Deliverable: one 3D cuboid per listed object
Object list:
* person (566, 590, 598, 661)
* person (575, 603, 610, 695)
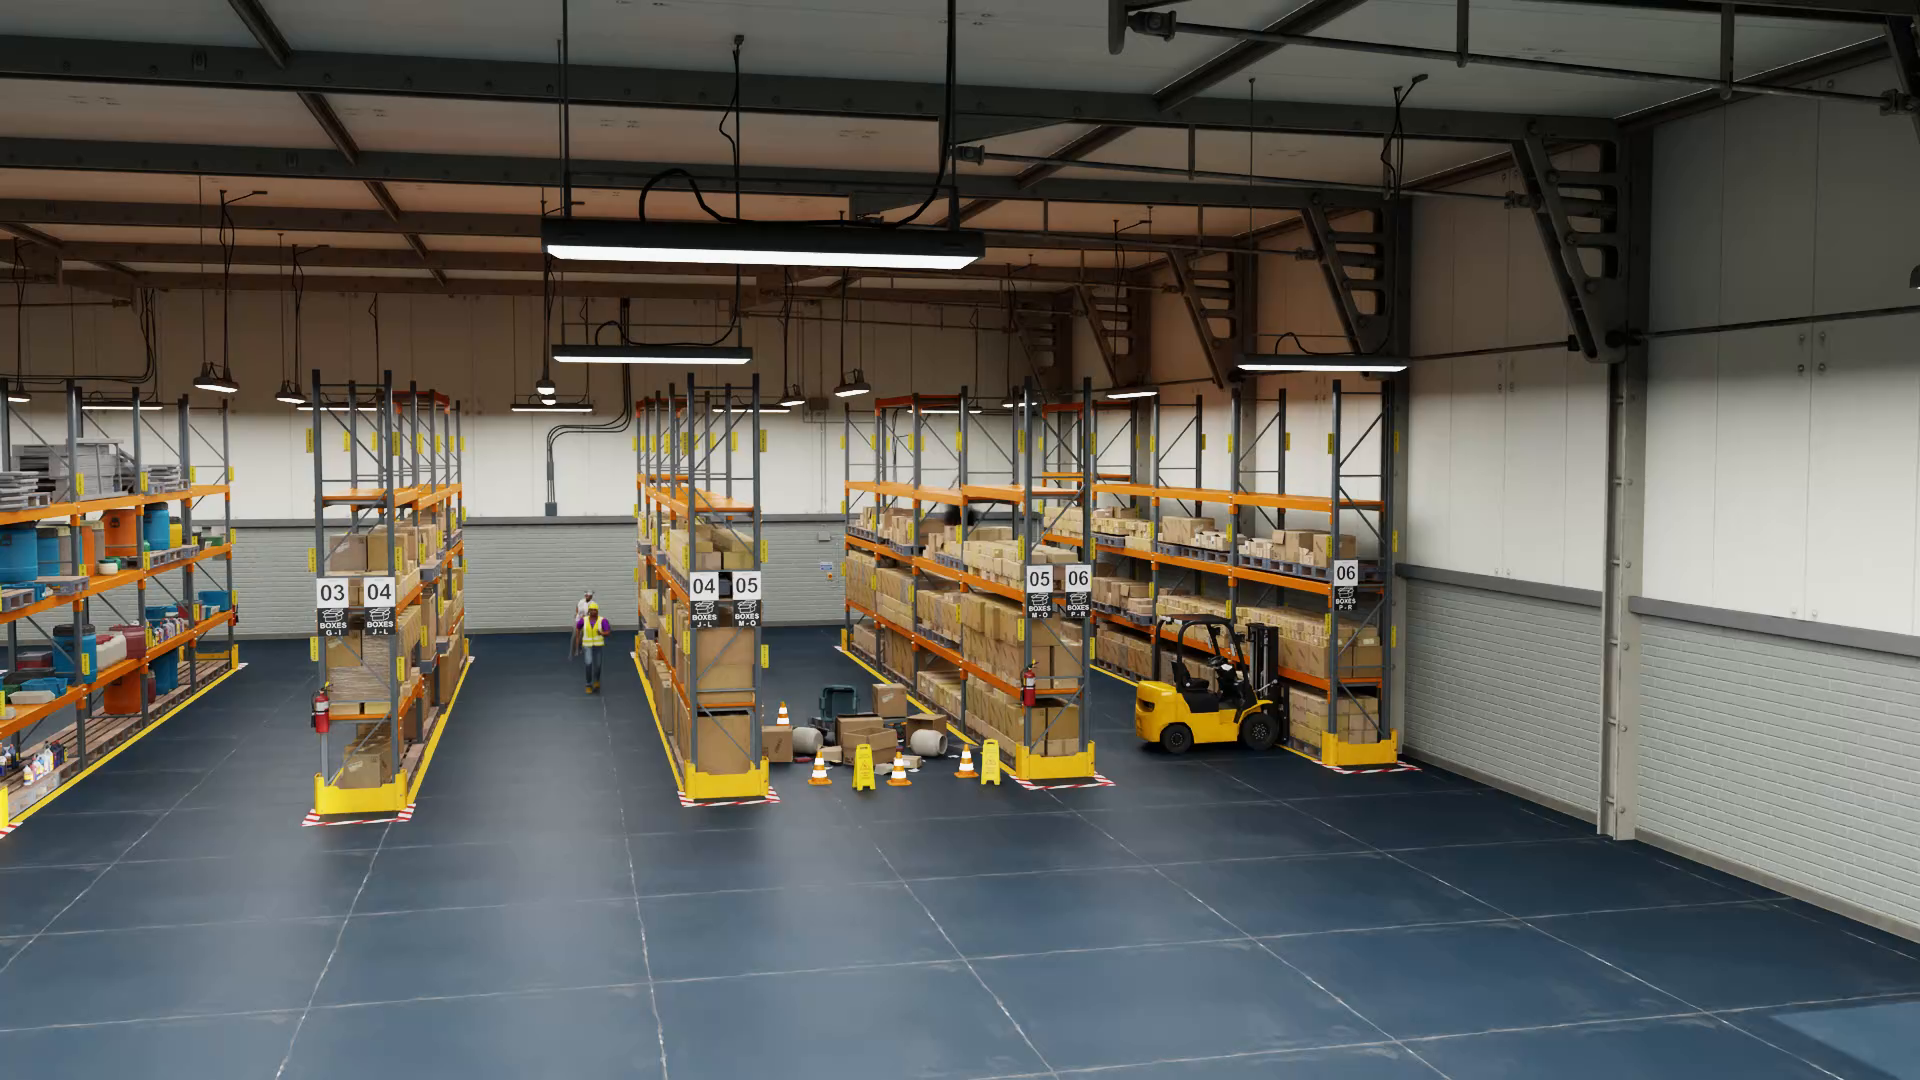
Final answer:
[{"bbox_3d":[-8.752,1.969,38.720,0.691,1.663,0.736,0,3,4],"label":"person"},{"bbox_3d":[-7.402,2.180,33.565,0.674,1.828,0.782,-1,3,-15],"label":"person"}]
